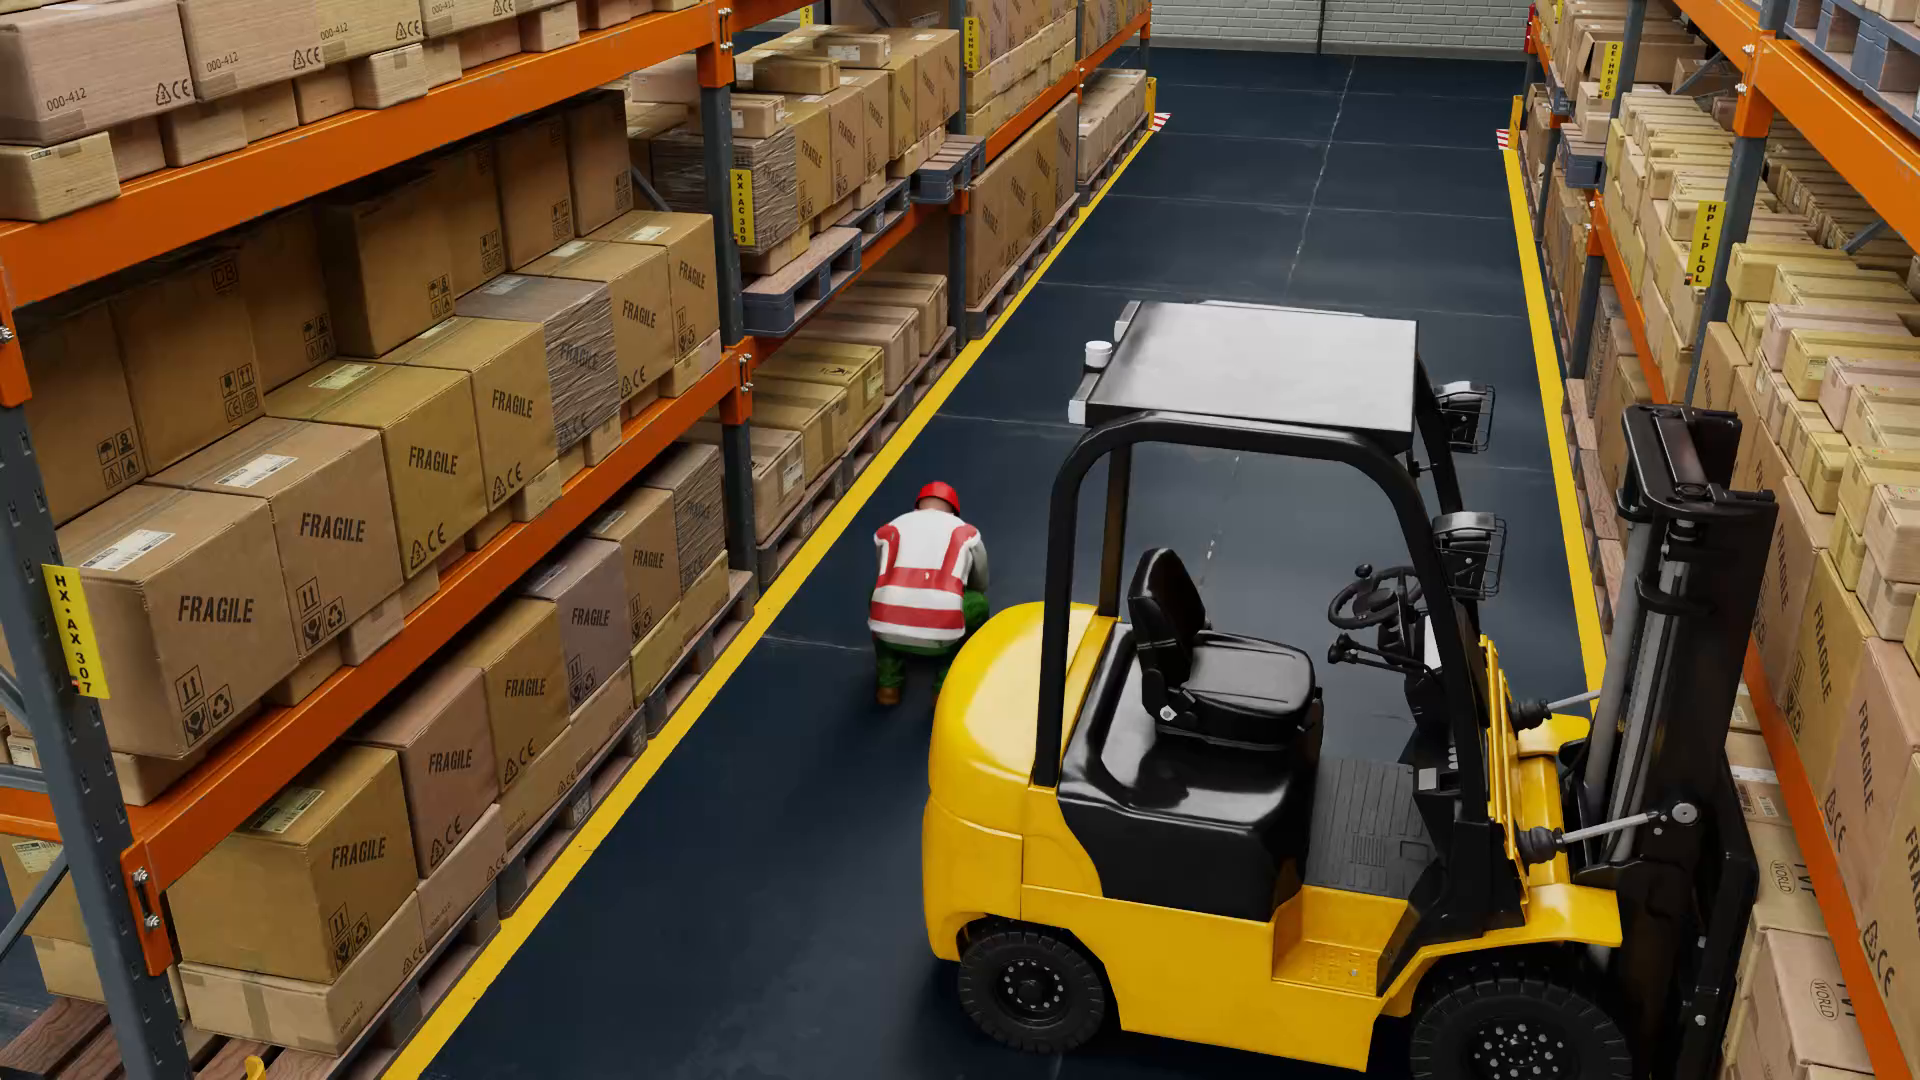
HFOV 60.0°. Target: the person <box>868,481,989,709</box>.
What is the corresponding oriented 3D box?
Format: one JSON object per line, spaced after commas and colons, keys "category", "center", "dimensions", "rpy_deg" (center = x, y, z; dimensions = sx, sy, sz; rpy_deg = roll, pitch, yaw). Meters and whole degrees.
{"category": "person", "center": [-0.135, 0.287, 7.261], "dimensions": [0.534, 0.864, 0.930], "rpy_deg": [5, 26, 11]}
